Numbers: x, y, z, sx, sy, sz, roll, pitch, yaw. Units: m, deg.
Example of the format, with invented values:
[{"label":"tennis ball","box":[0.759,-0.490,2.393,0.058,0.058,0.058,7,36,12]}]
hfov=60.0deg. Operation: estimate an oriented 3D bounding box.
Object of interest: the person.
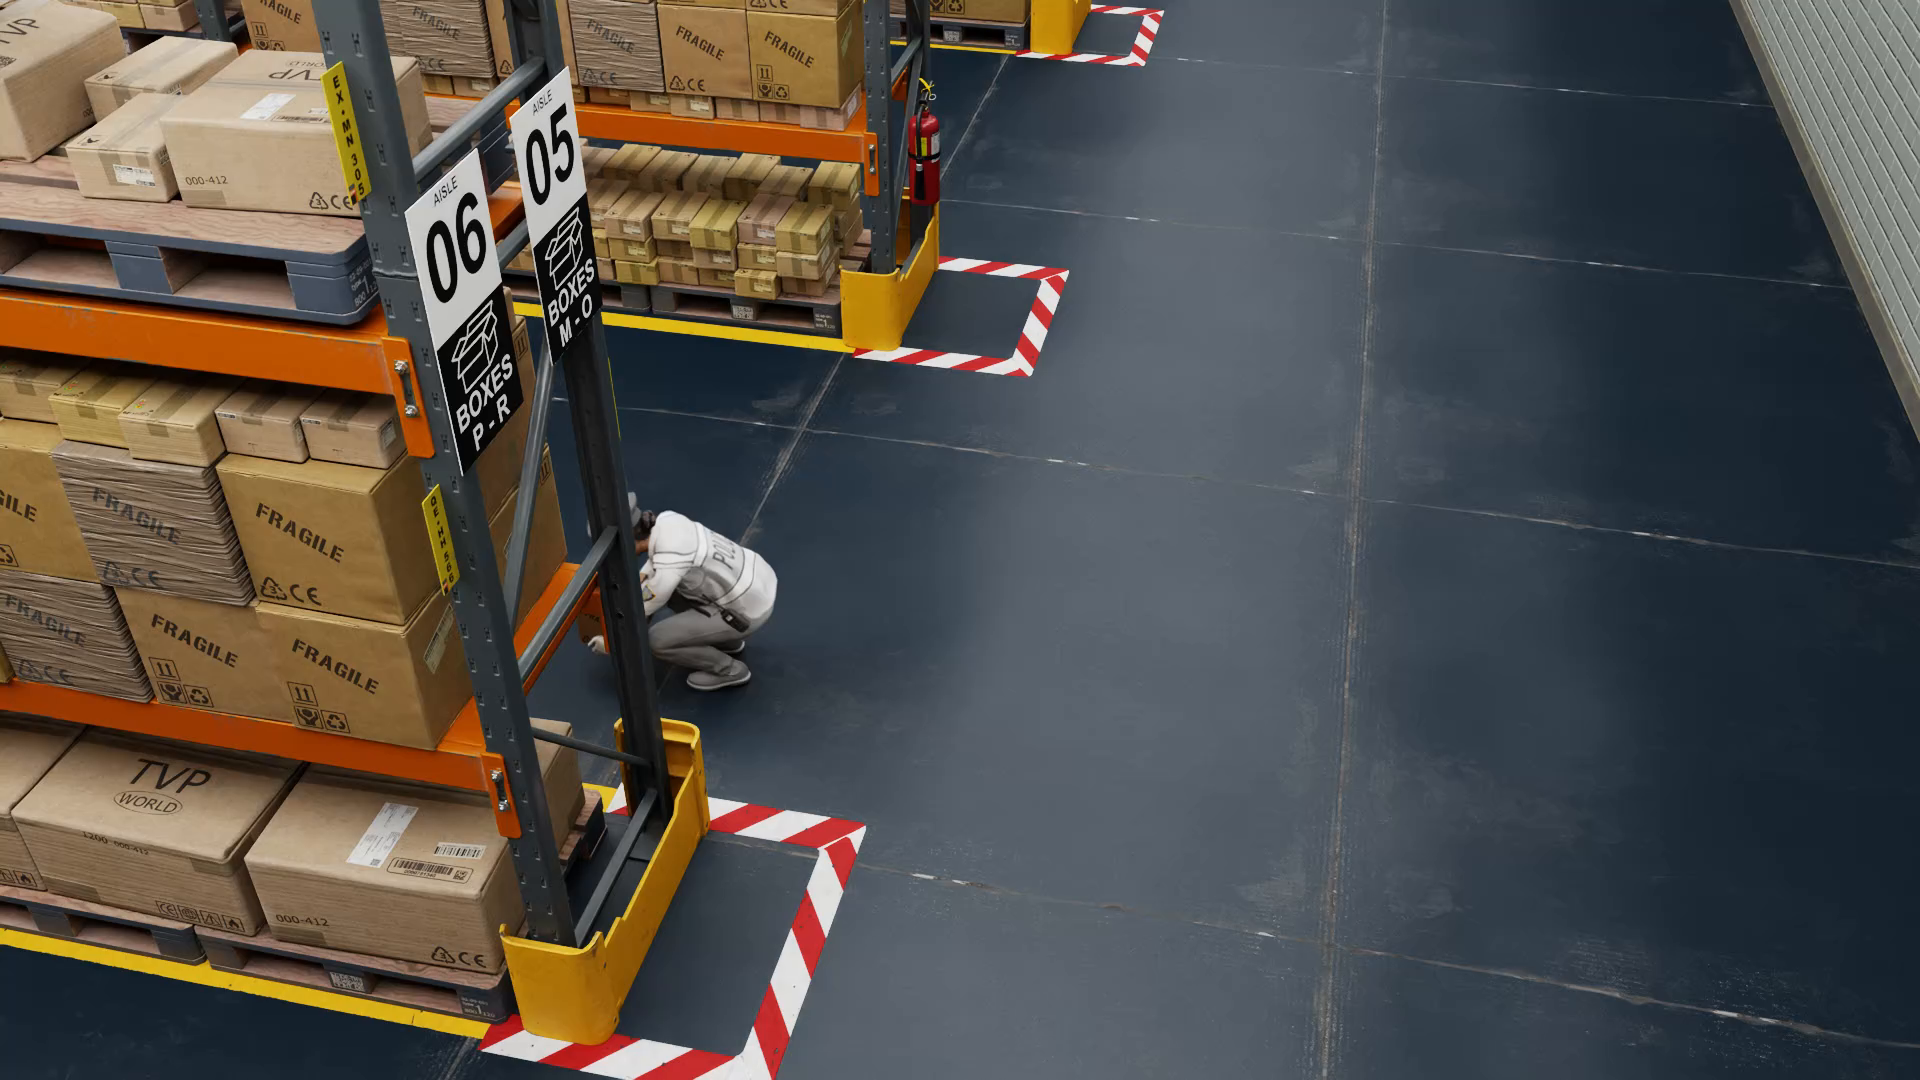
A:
[{"label":"person","box":[-1.230,0.184,7.319,0.837,0.959,0.515,0,37,0]}]
